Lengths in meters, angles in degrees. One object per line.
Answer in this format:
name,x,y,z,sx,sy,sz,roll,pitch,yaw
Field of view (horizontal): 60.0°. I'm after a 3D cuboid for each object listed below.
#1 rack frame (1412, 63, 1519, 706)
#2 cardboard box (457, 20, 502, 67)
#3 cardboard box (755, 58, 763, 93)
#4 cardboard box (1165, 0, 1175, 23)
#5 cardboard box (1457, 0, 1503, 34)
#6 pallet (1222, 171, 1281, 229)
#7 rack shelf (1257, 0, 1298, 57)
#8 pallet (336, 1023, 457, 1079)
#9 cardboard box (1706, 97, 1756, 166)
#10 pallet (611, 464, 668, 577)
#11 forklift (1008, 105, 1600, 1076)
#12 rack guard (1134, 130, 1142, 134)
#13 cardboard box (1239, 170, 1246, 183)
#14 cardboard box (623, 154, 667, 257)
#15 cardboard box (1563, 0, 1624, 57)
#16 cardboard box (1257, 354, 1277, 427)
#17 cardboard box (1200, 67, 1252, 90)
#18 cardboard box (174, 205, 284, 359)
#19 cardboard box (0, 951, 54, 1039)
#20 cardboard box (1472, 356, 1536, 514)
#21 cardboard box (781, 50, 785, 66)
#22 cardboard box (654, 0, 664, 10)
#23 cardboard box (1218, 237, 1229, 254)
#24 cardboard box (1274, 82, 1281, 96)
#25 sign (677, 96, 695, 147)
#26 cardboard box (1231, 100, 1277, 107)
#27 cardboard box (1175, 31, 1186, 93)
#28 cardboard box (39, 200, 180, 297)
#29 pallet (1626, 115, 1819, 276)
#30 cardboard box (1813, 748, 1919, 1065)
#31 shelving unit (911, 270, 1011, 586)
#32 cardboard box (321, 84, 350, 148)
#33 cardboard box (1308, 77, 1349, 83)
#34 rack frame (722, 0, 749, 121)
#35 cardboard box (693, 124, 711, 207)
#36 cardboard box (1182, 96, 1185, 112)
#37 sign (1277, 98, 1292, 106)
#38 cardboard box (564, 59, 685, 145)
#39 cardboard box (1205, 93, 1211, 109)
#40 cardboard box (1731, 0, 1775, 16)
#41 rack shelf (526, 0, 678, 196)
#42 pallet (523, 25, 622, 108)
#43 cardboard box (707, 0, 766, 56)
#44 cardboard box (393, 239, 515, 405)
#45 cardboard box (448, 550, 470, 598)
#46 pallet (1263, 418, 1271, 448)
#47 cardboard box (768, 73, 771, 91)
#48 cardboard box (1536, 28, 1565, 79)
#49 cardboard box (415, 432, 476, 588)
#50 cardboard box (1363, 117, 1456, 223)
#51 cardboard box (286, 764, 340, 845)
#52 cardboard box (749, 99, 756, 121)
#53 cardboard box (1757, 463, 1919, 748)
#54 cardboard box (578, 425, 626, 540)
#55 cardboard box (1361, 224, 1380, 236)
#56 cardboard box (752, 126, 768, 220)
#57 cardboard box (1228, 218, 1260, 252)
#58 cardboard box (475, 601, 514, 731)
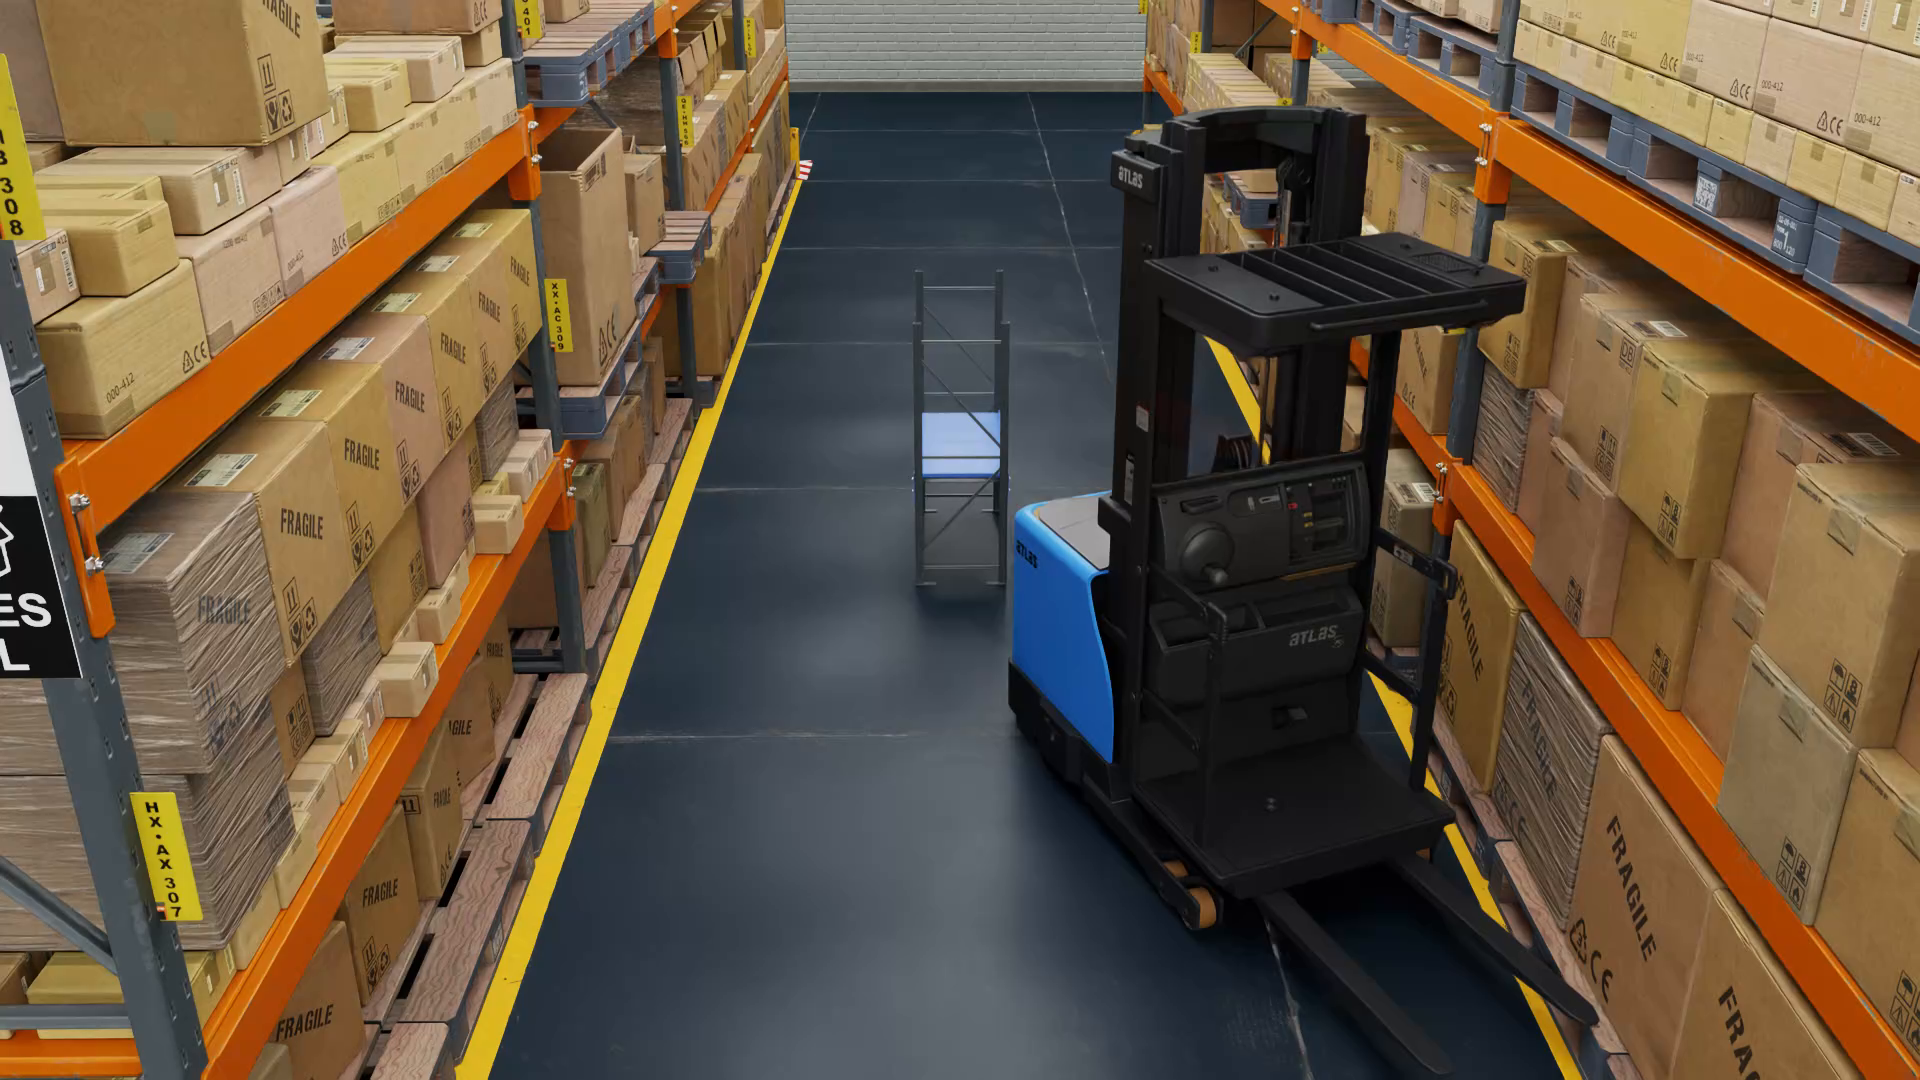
rack frame,2.675,-0.552,7.331,1.000,3.000,0.127,0,24,-1
cardboard box,-1.993,-1.919,6.412,0.380,0.149,0.250,0,24,1
cardboard box,-2.117,-4.335,15.516,0.500,0.250,0.500,0,24,-1
cardboard box,2.288,-5.315,16.167,0.500,0.500,0.500,-1,24,-2
cardboard box,2.507,-2.378,7.279,0.500,0.250,0.500,0,24,0
pallet,2.517,-2.406,11.663,1.213,0.211,1.003,0,24,-1
rack shelf,2.610,-4.064,12.328,1.077,0.370,4.000,0,24,-1
pallet,-2.216,1.981,5.114,1.003,0.211,1.213,0,24,-1
cardboard box,2.360,-1.157,4.703,0.380,0.149,0.250,0,24,0
pallet,-2.312,-0.126,9.772,1.003,0.211,1.213,0,24,-1
forklift,1.268,-0.029,6.258,1.130,2.935,3.031,-10,26,-21
rack guard,2.545,-4.327,18.710,1.175,0.500,0.348,0,24,-1
cardboard box,2.166,-2.581,11.612,0.380,0.149,0.250,0,24,-1
cardboard box,-2.177,-2.005,9.912,0.700,0.500,0.500,3,25,7
cardboard box,2.408,-1.813,5.668,0.500,0.250,0.500,0,24,-1
cardboard box,2.548,-1.116,10.797,1.050,0.750,0.750,-1,24,-1
cardboard box,2.142,-3.709,13.384,0.380,0.149,0.250,-1,24,-1
cardboard box,-2.001,-0.634,4.054,0.500,0.250,0.500,-1,24,-2
cardboard box,-2.452,1.074,4.039,0.380,0.149,0.250,0,24,-1
cardboard box,2.691,-0.469,6.964,0.875,0.550,0.550,0,24,-1
cardboard box,-2.079,-5.150,17.801,0.380,0.149,0.250,0,24,0
cardboard box,-2.079,-3.324,10.001,0.500,0.250,0.500,0,24,0
cardboard box,2.357,-2.162,13.414,0.500,0.500,0.500,0,24,0
cardboard box,2.793,-3.687,13.697,0.380,0.149,0.250,1,24,2
sign,-1.787,-2.718,10.810,0.100,0.325,0.005,0,24,-1
cardboard box,2.158,-3.070,11.971,0.380,0.149,0.250,0,24,1
cardboard box,2.296,-4.442,15.449,0.500,0.500,0.500,-1,24,-2
cardboard box,-1.920,-0.625,3.551,0.380,0.149,0.250,0,24,1
pallet,2.684,-1.040,4.877,1.003,0.211,1.213,0,24,-1
cardboard box,2.669,0.875,3.994,0.875,0.550,0.550,0,24,-1
shelving unit,0.001,-0.648,9.363,0.538,1.500,1.048,0,24,-1
cardboard box,-2.059,-1.265,4.964,0.380,0.149,0.250,-1,24,-3
cardboard box,2.801,-3.495,12.911,0.380,0.149,0.250,-1,24,-3
rack frame,-2.373,-3.868,14.663,1.000,3.000,0.127,0,24,-1
cardboard box,-2.070,-2.680,11.913,0.500,0.500,0.500,-1,24,-2
cardboard box,2.239,-3.957,15.163,0.380,0.149,0.250,-1,24,-2
sign,2.089,-2.686,10.739,0.100,0.325,0.005,0,24,-1
cardboard box,-2.321,-3.024,11.457,0.797,0.503,0.637,1,24,1
cardboard box,2.149,-3.466,13.207,0.380,0.149,0.250,1,24,2
cardboard box,2.359,-1.522,4.542,0.380,0.149,0.250,0,24,0
rack shelf,-2.307,-2.435,8.726,1.077,0.370,4.000,0,24,-1
pallet,-2.186,-2.108,7.358,1.213,0.211,1.003,0,24,-1
cardboard box,-2.130,-4.893,15.840,0.500,0.500,0.500,-1,24,-2
cardboard box,-1.999,-0.818,6.223,0.500,0.500,0.500,0,24,-1
cardboard box,-2.025,0.145,6.094,0.380,0.149,0.250,0,24,-1
pallet,2.565,-0.605,10.831,1.003,0.211,1.213,0,24,-1
cardboard box,-2.062,-4.519,16.408,0.380,0.149,0.250,-1,24,-2
cardboard box,2.344,-1.783,6.087,0.380,0.149,0.250,0,24,0
cardboard box,-2.266,-0.155,5.971,0.875,0.500,0.500,0,24,-1
cardboard box,2.641,-2.097,9.412,0.700,0.500,0.500,-1,24,-1
cardboard box,-2.002,0.763,4.727,0.380,0.149,0.250,0,24,-1
cardboard box,-2.044,-3.877,14.987,0.380,0.149,0.250,0,24,0
cardboard box,2.655,0.156,4.272,0.875,0.550,0.550,0,24,-1
cardboard box,-2.264,-0.314,9.303,0.700,0.500,0.500,-2,24,-5
cardboard box,2.383,-1.437,9.167,0.500,0.500,0.500,-1,24,-1
cardboard box,-2.300,-3.364,15.616,0.875,0.875,0.875,0,24,-1
cardboard box,2.356,-2.293,12.793,0.500,0.250,0.500,0,24,1
cardboard box,-2.321,0.541,7.438,0.500,0.500,0.500,-1,24,-2
